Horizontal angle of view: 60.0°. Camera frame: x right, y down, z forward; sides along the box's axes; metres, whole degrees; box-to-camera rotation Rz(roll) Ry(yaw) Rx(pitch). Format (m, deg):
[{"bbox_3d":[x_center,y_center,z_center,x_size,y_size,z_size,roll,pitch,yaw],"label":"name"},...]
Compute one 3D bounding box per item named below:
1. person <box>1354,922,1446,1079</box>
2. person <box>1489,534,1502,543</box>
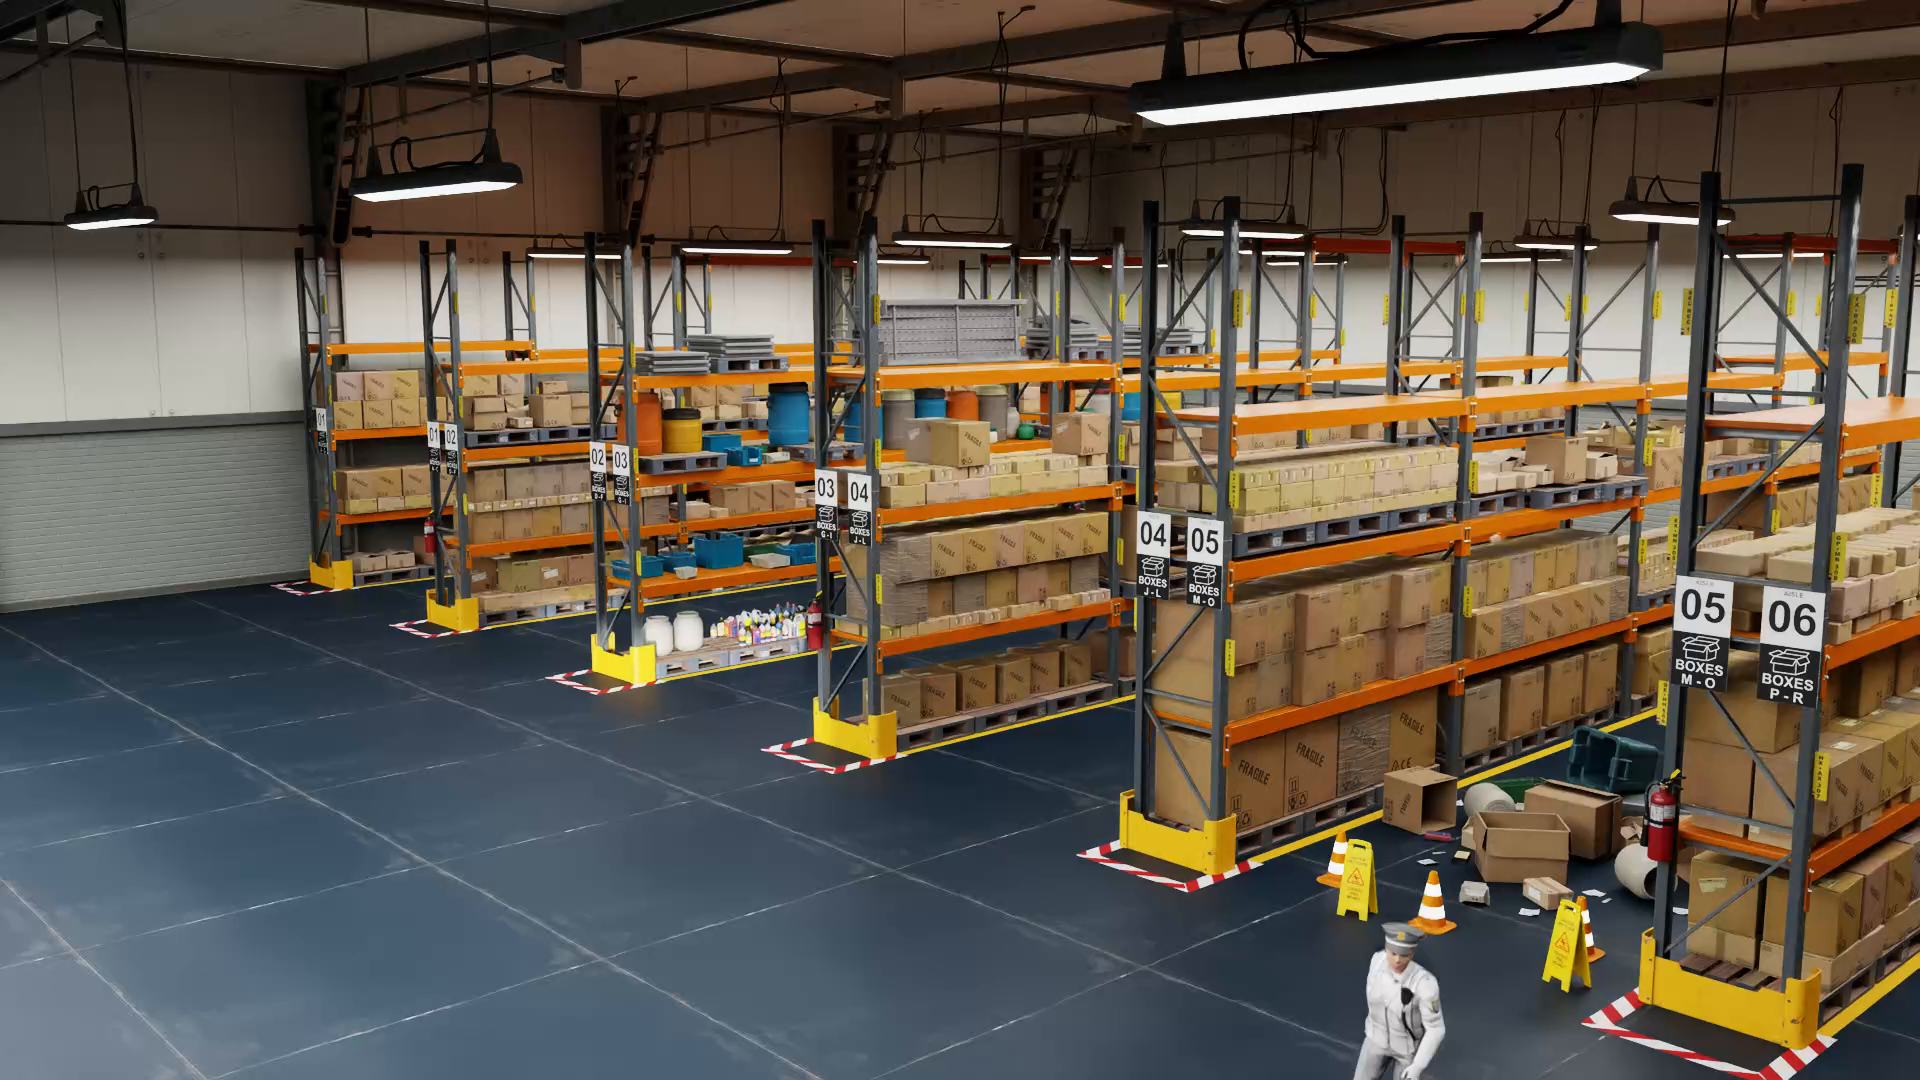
[{"bbox_3d":[2.563,2.960,9.709,0.594,1.611,0.669,6,10,34],"label":"person"},{"bbox_3d":[8.369,0.650,25.438,1.178,1.554,0.710,-4,9,-23],"label":"person"}]
